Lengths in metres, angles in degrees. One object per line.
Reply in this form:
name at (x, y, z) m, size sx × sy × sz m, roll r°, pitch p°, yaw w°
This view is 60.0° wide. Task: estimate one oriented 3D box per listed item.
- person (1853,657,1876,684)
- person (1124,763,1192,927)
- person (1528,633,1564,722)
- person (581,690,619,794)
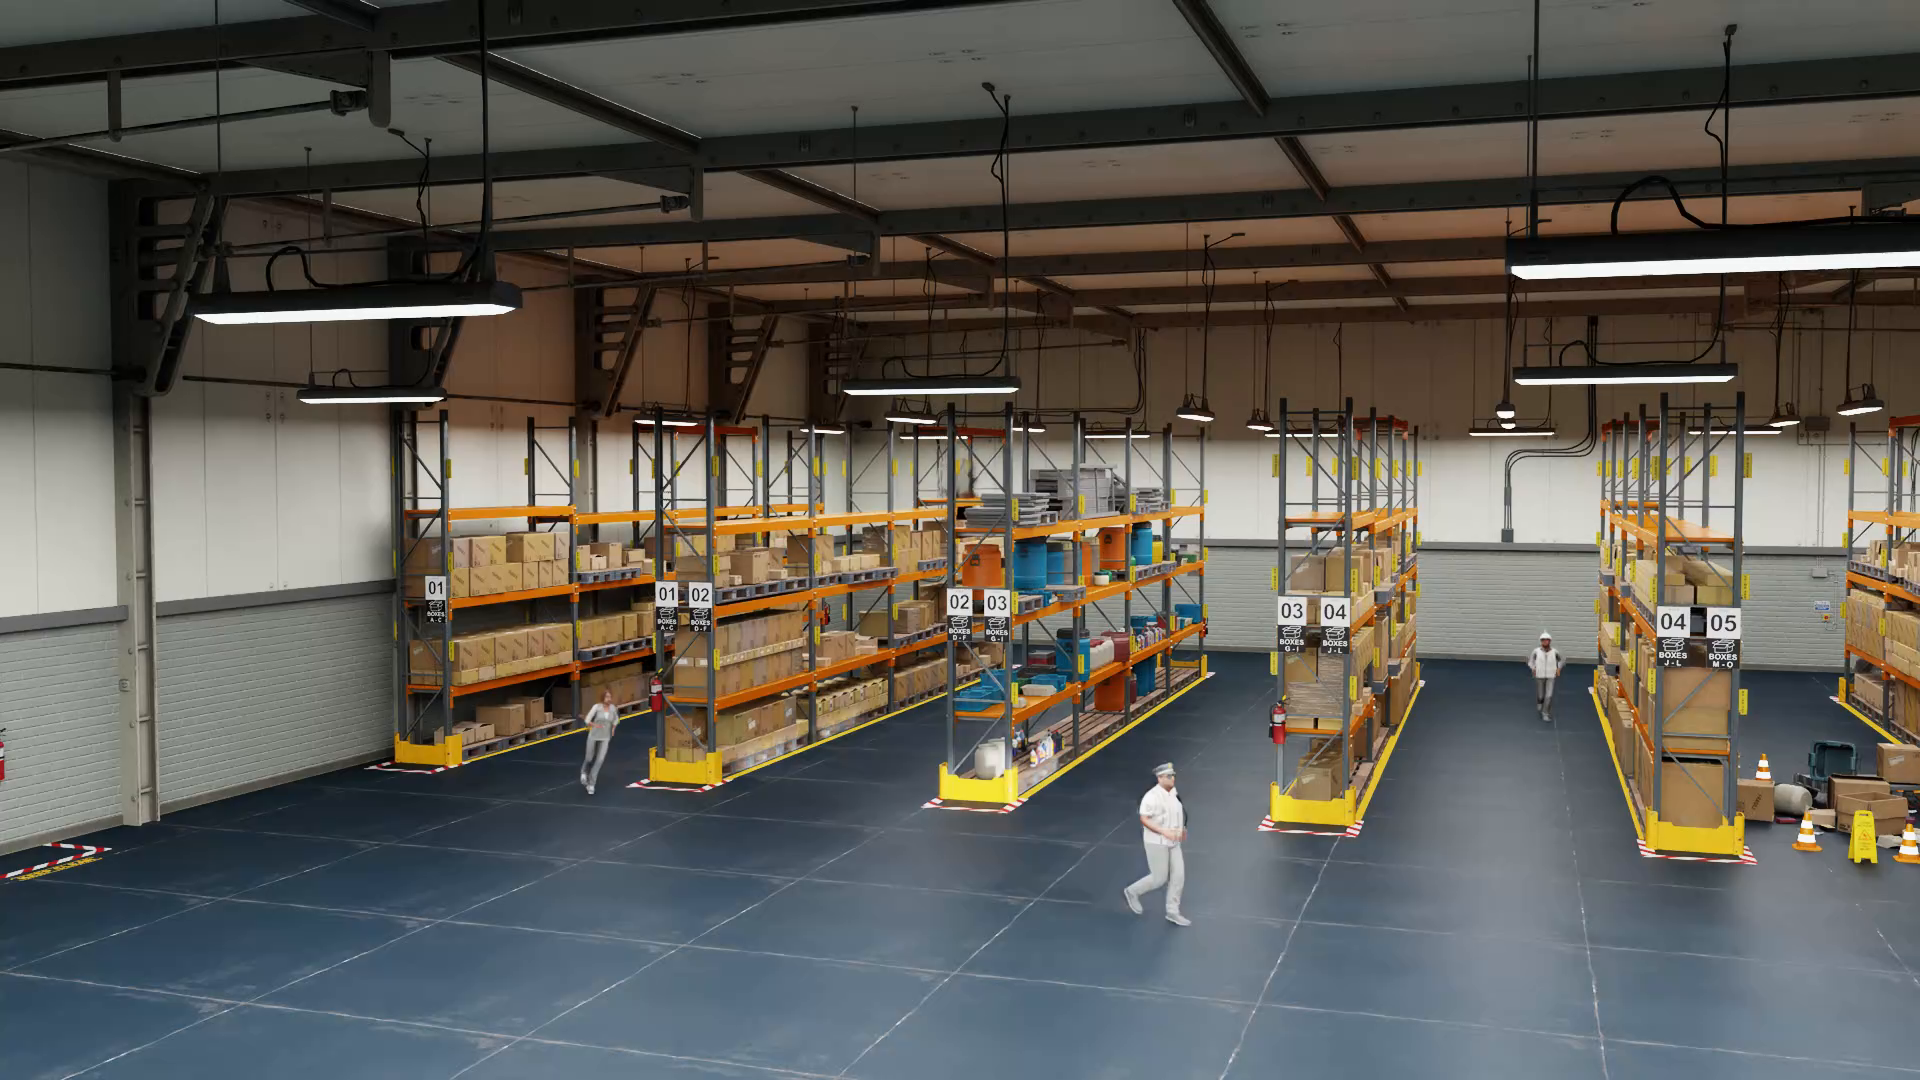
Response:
person at (19.990, 2.625, 36.754) m, size 0.641 × 1.591 × 0.834 m, roll -2°, pitch 3°, yaw -35°
person at (2.219, 3.336, 18.412) m, size 0.794 × 1.786 × 0.689 m, roll 2°, pitch 3°, yaw 42°
person at (11.689, 2.724, 33.151) m, size 0.676 × 1.736 × 0.791 m, roll 1°, pitch 3°, yaw 18°
person at (-5.582, 3.108, 25.890) m, size 0.570 × 1.562 × 0.848 m, roll -1°, pitch 3°, yaw -21°
